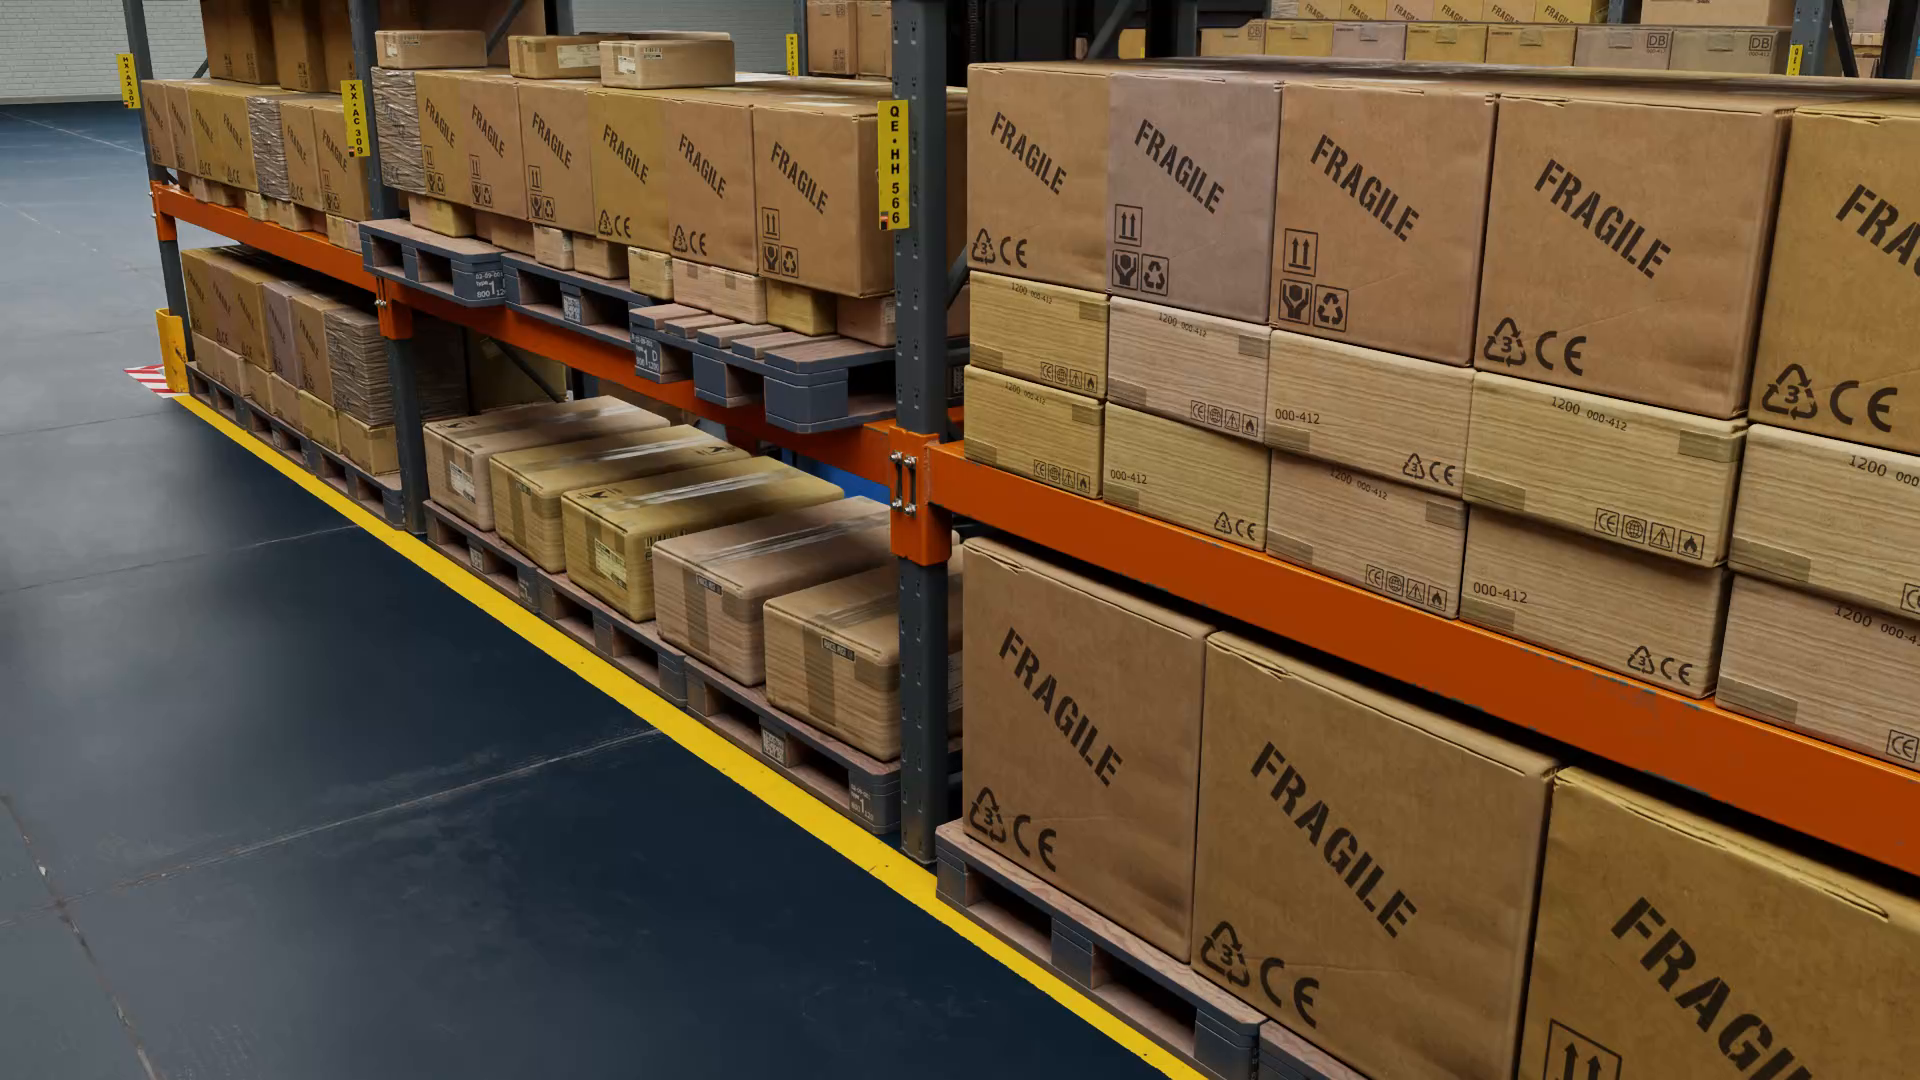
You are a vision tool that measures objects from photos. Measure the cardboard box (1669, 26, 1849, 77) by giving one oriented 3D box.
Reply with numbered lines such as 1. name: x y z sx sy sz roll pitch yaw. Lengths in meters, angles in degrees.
1. cardboard box: 3.798 -2.189 7.952 0.700 0.500 0.500 -14 23 -36

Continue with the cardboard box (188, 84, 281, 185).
1. cardboard box: -3.998 -2.300 9.405 0.500 0.500 0.500 -15 23 -37

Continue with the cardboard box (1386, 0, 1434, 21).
1. cardboard box: 4.112 -4.574 14.681 0.500 0.500 0.500 -14 23 -36

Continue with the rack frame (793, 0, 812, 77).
1. rack frame: -0.898 -3.526 13.738 1.000 3.000 0.127 -14 23 -36

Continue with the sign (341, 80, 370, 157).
1. sign: -2.653 -1.852 7.307 0.100 0.325 0.005 -14 23 -36

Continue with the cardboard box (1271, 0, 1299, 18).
1. cardboard box: 3.181 -4.943 15.797 0.500 0.500 0.500 -14 23 -36

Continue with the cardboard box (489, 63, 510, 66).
1. cardboard box: -1.765 -1.868 7.431 0.500 0.500 0.500 -14 23 -37

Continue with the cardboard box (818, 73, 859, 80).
1. cardboard box: -0.632 -3.514 13.465 0.875 0.550 0.550 -14 23 -36

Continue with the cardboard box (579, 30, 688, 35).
1. cardboard box: -1.330 -2.008 6.822 0.380 0.149 0.250 -15 23 -38

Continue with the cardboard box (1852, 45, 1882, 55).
1. cardboard box: 11.734 -6.079 21.291 0.700 0.500 0.500 -14 23 -36

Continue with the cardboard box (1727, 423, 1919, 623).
1. cardboard box: 1.628 -0.053 2.694 0.500 0.250 0.500 -13 23 -35

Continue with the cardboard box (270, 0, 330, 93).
1. cardboard box: -3.321 -2.733 9.121 0.700 0.500 0.500 -14 23 -36

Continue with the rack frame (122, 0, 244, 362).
1. rack frame: -4.716 -2.535 10.745 1.000 3.000 0.127 -14 23 -36

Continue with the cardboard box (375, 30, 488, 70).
1. cardboard box: -2.217 -2.060 6.980 0.380 0.149 0.250 -14 23 -36

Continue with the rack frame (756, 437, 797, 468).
1. rack frame: -0.803 -0.401 7.279 0.200 1.050 0.008 -19 28 -36

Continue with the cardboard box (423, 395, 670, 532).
1. cardboard box: -1.905 -0.372 7.727 0.950 0.372 0.625 -14 23 -35

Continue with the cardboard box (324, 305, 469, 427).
1. cardboard box: -2.810 -0.892 8.299 0.500 0.500 0.500 -14 23 -37

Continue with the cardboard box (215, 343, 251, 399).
1. cardboard box: -4.121 -1.049 9.964 0.500 0.250 0.500 -13 22 -34

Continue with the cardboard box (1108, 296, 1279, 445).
1. cardboard box: 0.692 -0.429 3.829 0.500 0.250 0.500 -13 23 -35

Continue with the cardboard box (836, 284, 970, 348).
1. cardboard box: -0.137 -0.678 4.871 0.380 0.149 0.250 -13 22 -34

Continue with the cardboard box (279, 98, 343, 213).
1. cardboard box: -3.028 -1.924 8.269 0.500 0.500 0.500 -13 22 -34

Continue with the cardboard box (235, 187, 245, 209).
1. cardboard box: -3.878 -1.968 9.435 0.380 0.149 0.250 -13 22 -34

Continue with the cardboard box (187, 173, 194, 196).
1. cardboard box: -4.398 -2.151 9.985 0.380 0.149 0.250 -15 23 -38

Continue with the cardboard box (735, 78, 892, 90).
1. cardboard box: -0.511 -1.364 5.910 0.500 0.500 0.500 -14 23 -35

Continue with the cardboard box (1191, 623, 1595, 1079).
1. cardboard box: 1.166 0.653 3.831 0.875 0.875 0.875 -14 23 -35

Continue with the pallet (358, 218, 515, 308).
1. pallet: -1.872 -1.241 7.144 1.003 0.211 1.213 -14 23 -36

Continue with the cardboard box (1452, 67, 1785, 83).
1. cardboard box: 1.406 -0.761 3.638 0.500 0.500 0.500 -14 23 -36

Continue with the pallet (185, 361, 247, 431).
1. pallet: -4.192 -0.985 10.502 1.003 0.211 1.213 -14 23 -36

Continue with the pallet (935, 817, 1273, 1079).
1. pallet: 0.682 0.969 4.599 1.003 0.211 1.213 -14 23 -36

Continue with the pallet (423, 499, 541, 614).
1. pallet: -1.748 -0.034 7.628 1.003 0.211 1.213 -14 23 -36

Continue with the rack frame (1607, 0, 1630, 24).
1. rack frame: 5.536 -3.483 13.610 1.000 3.000 0.127 -14 23 -36

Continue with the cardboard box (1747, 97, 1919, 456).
1. cardboard box: 1.634 -0.416 2.596 0.500 0.500 0.500 -13 22 -34

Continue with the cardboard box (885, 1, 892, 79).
1. cardboard box: -0.043 -3.728 12.394 0.875 0.550 0.550 -14 23 -36

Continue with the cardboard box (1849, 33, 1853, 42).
1. cardboard box: 11.370 -6.429 21.315 0.380 0.149 0.250 -14 23 -37

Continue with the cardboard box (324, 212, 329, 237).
1. cardboard box: -2.932 -1.589 8.289 0.380 0.149 0.250 -14 23 -36

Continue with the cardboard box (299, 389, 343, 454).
1. cardboard box: -3.148 -0.665 8.807 0.500 0.250 0.500 -15 23 -38

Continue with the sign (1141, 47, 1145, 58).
1. sign: 1.151 -2.880 10.285 0.100 0.325 0.005 -14 23 -36

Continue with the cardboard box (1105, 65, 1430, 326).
1. cardboard box: 0.681 -0.796 3.744 0.500 0.500 0.500 -14 23 -36

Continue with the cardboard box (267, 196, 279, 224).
1. cardboard box: -3.440 -1.768 8.830 0.380 0.149 0.250 -14 23 -37

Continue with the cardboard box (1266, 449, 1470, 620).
1. cardboard box: 1.012 -0.069 3.537 0.500 0.250 0.500 -13 22 -34

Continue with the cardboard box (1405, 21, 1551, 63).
1. cardboard box: 2.845 -2.565 9.088 0.700 0.500 0.500 -14 23 -37

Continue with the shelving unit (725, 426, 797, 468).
1. shelving unit: -0.881 -0.435 7.366 0.215 1.050 0.252 -19 28 -36

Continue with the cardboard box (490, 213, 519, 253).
1. cardboard box: -1.626 -1.241 6.571 0.380 0.149 0.250 -14 23 -35

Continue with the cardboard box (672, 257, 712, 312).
1. cardboard box: -0.701 -0.847 5.381 0.380 0.149 0.250 -15 24 -39

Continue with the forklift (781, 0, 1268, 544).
1. forklift: 0.709 -1.447 7.570 3.031 2.935 1.130 -5 19 -13

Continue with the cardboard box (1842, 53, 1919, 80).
1. cardboard box: 6.685 -3.322 12.292 0.797 0.503 0.637 -11 21 -31

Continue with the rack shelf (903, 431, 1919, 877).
1. rack shelf: 1.493 0.271 3.417 1.077 0.370 4.000 -14 23 -36

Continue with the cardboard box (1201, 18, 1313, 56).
1. cardboard box: 1.898 -2.941 10.222 0.700 0.500 0.500 -14 23 -37

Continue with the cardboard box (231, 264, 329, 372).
1. cardboard box: -3.783 -1.273 9.448 0.500 0.500 0.500 -13 23 -35

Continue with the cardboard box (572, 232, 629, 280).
1. cardboard box: -1.161 -1.045 5.977 0.380 0.149 0.250 -15 23 -38

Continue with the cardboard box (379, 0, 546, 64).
1. cardboard box: -2.335 -2.363 8.004 0.700 0.500 0.500 -14 23 -37

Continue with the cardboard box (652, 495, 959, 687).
1. cardboard box: -0.556 0.163 6.110 0.950 0.372 0.625 -15 23 -37

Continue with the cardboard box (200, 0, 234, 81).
1. cardboard box: -4.227 -3.115 10.274 0.700 0.500 0.500 -15 23 -37

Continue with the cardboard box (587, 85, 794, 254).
1. cardboard box: -0.893 -1.258 5.591 0.500 0.500 0.500 -16 24 -40

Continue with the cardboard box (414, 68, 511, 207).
1. cardboard box: -1.854 -1.642 6.750 0.500 0.500 0.500 -14 23 -36

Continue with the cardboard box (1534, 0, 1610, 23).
1. cardboard box: 5.041 -4.204 13.563 0.500 0.500 0.500 -14 23 -36

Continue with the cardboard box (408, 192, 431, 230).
1. cardboard box: -2.137 -1.431 7.144 0.380 0.149 0.250 -14 23 -35
